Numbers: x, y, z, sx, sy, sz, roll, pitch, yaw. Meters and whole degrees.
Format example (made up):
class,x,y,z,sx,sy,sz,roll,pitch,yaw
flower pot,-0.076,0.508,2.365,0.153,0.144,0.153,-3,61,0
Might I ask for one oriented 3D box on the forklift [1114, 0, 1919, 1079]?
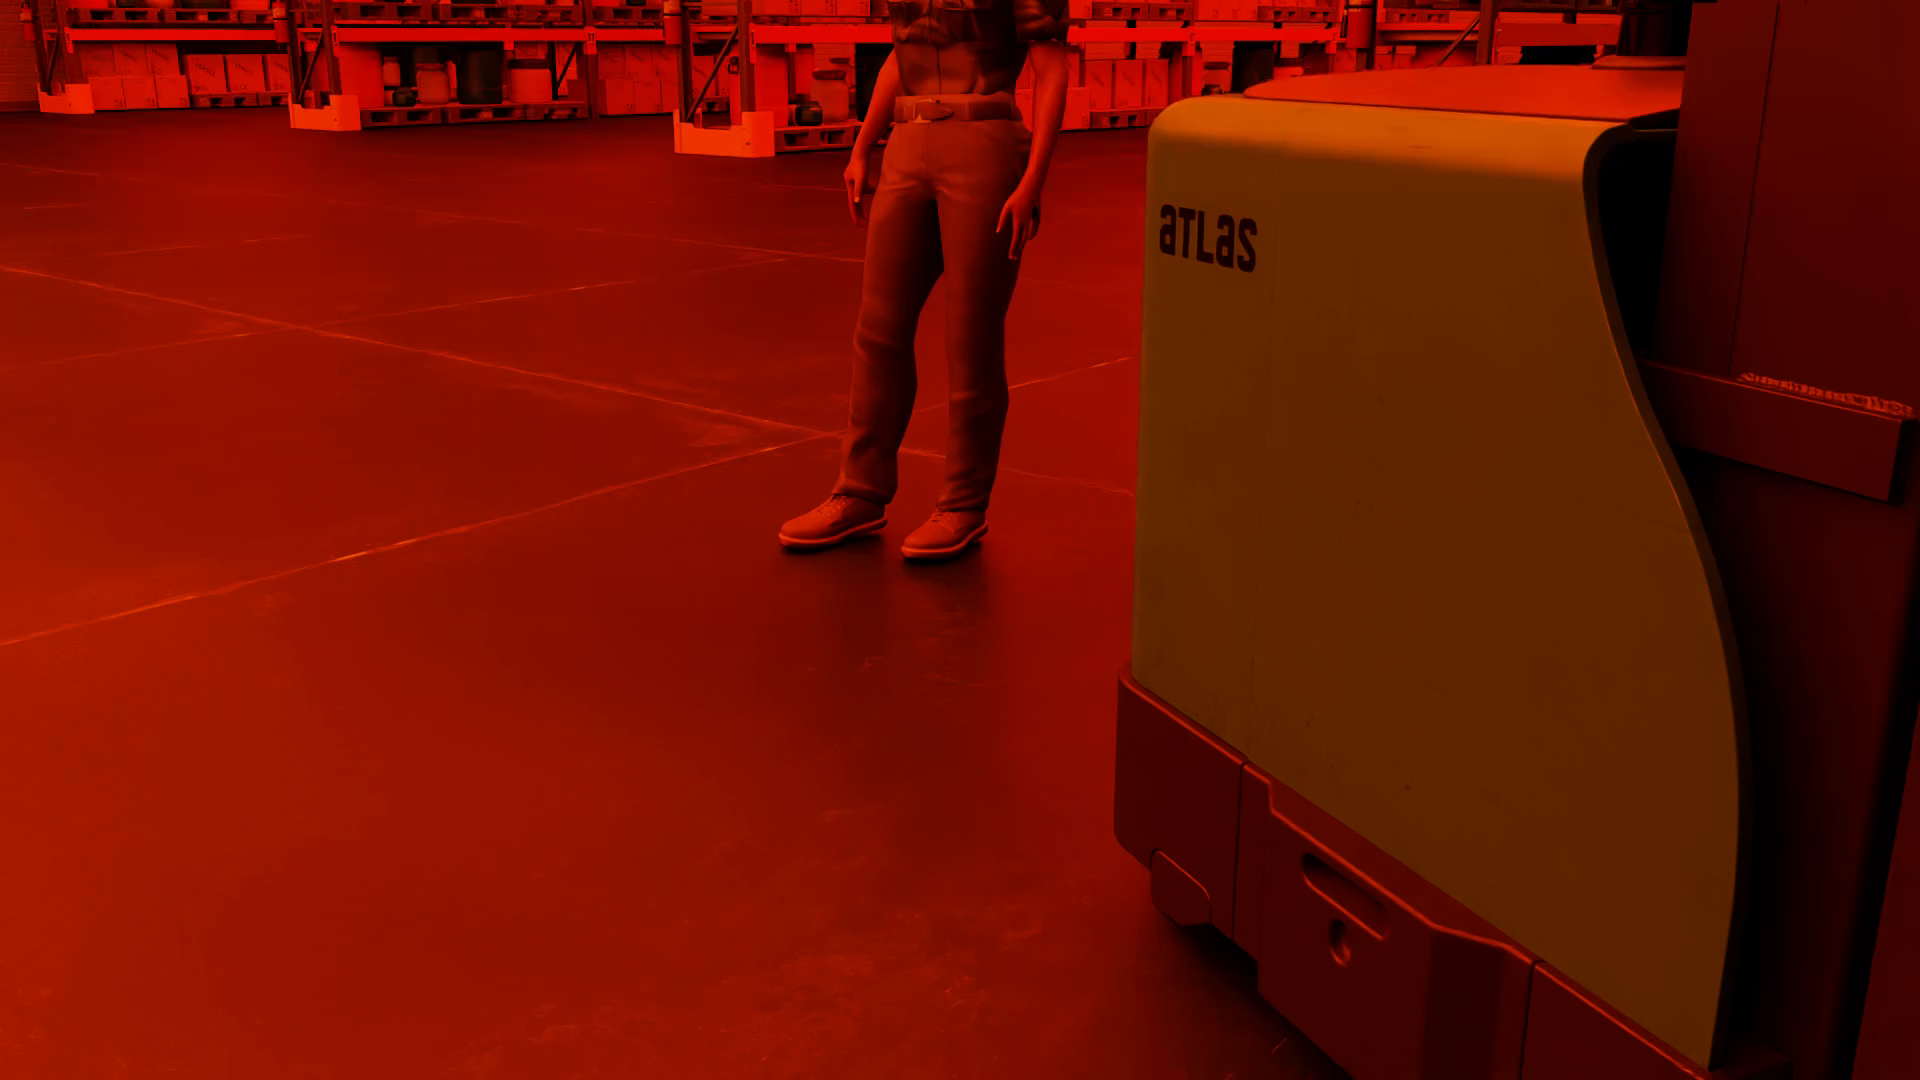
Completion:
class,x,y,z,sx,sy,sz,roll,pitch,yaw
forklift,1.280,-0.598,0.865,1.130,2.935,3.031,-7,18,-23

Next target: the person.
class,x,y,z,sx,sy,sz,roll,pitch,yaw
person,-0.071,-0.783,3.647,0.569,1.655,0.504,13,21,37
